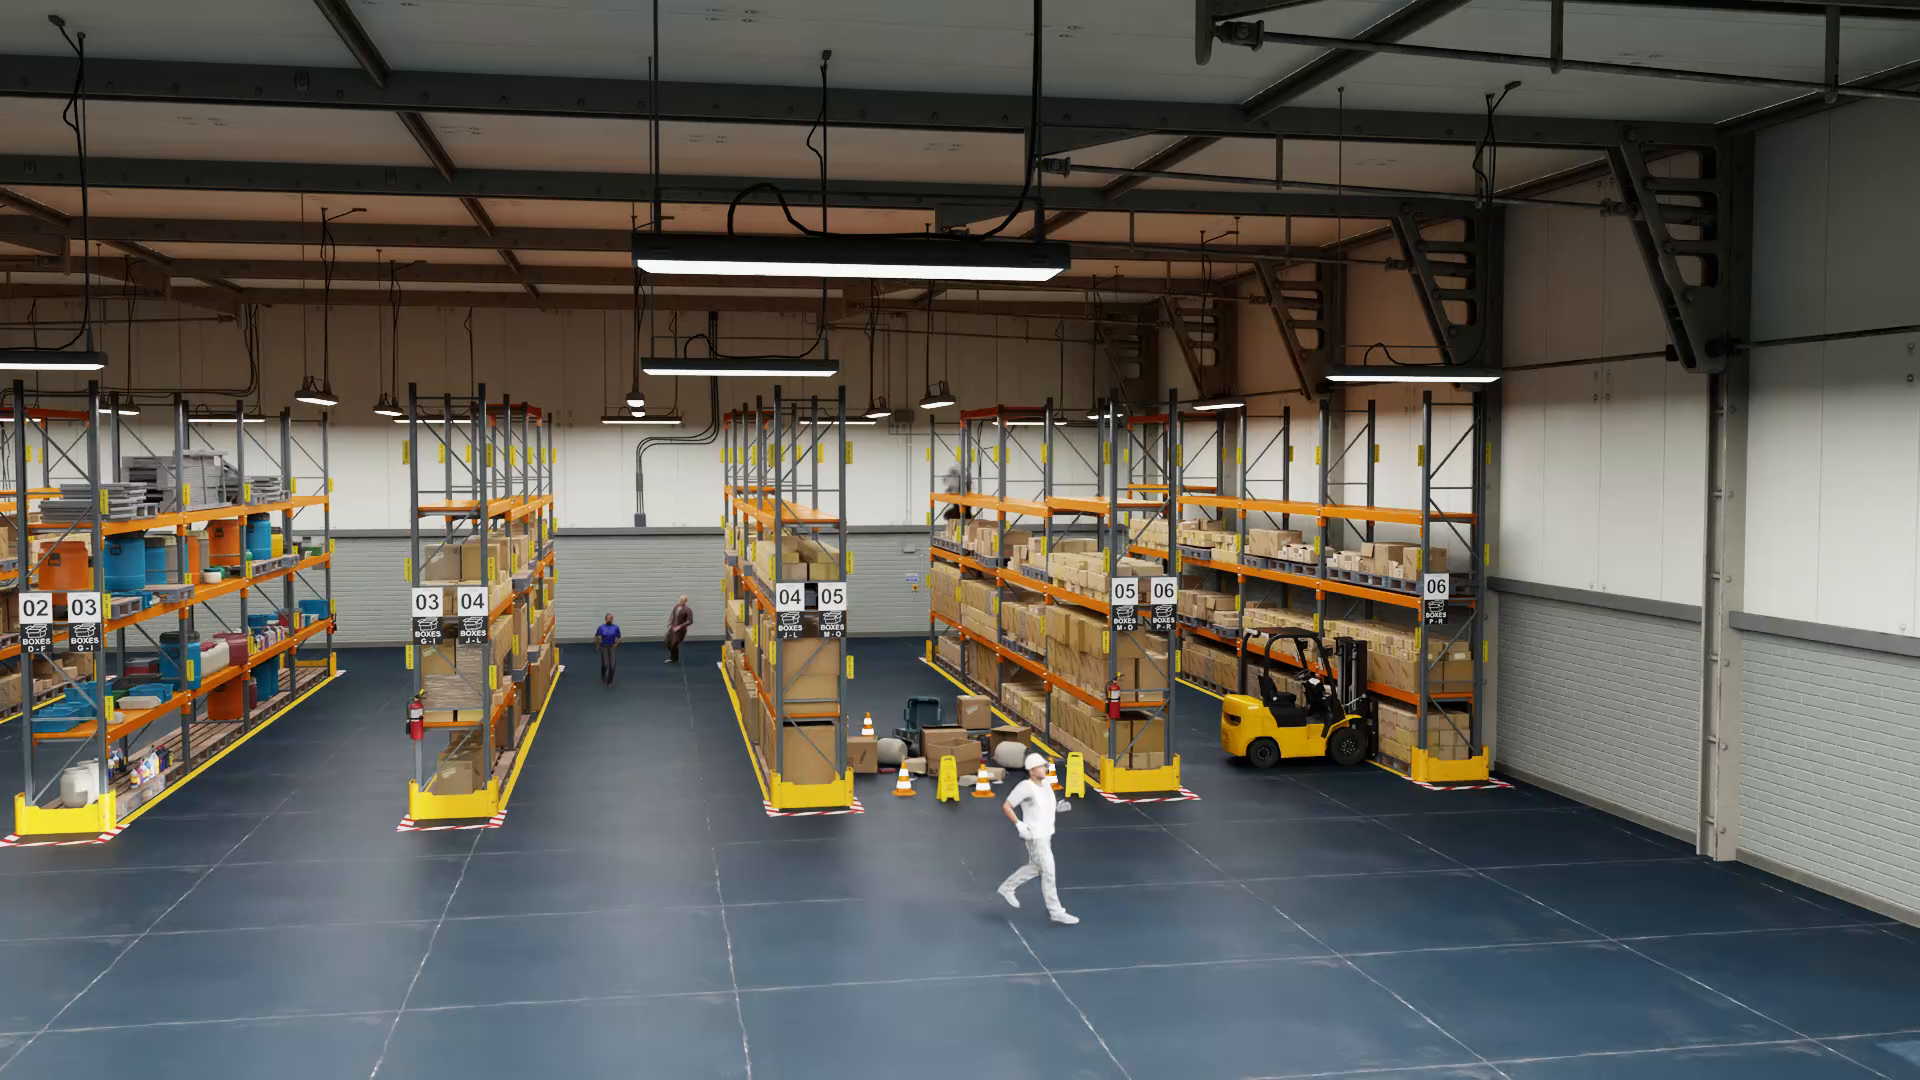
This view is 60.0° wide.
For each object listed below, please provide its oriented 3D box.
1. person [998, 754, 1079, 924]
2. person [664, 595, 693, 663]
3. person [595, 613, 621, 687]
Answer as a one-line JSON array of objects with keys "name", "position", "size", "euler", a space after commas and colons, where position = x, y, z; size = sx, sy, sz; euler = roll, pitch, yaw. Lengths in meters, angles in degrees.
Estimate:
[{"name": "person", "position": [0.831, 3.176, 17.871], "size": [1.002, 1.765, 0.687], "euler": [1, 3, 26]}, {"name": "person", "position": [-6.759, 2.146, 39.873], "size": [0.870, 1.659, 0.704], "euler": [1, 3, 25]}, {"name": "person", "position": [-7.584, 2.422, 35.882], "size": [0.561, 1.528, 0.577], "euler": [-1, 3, -16]}]
